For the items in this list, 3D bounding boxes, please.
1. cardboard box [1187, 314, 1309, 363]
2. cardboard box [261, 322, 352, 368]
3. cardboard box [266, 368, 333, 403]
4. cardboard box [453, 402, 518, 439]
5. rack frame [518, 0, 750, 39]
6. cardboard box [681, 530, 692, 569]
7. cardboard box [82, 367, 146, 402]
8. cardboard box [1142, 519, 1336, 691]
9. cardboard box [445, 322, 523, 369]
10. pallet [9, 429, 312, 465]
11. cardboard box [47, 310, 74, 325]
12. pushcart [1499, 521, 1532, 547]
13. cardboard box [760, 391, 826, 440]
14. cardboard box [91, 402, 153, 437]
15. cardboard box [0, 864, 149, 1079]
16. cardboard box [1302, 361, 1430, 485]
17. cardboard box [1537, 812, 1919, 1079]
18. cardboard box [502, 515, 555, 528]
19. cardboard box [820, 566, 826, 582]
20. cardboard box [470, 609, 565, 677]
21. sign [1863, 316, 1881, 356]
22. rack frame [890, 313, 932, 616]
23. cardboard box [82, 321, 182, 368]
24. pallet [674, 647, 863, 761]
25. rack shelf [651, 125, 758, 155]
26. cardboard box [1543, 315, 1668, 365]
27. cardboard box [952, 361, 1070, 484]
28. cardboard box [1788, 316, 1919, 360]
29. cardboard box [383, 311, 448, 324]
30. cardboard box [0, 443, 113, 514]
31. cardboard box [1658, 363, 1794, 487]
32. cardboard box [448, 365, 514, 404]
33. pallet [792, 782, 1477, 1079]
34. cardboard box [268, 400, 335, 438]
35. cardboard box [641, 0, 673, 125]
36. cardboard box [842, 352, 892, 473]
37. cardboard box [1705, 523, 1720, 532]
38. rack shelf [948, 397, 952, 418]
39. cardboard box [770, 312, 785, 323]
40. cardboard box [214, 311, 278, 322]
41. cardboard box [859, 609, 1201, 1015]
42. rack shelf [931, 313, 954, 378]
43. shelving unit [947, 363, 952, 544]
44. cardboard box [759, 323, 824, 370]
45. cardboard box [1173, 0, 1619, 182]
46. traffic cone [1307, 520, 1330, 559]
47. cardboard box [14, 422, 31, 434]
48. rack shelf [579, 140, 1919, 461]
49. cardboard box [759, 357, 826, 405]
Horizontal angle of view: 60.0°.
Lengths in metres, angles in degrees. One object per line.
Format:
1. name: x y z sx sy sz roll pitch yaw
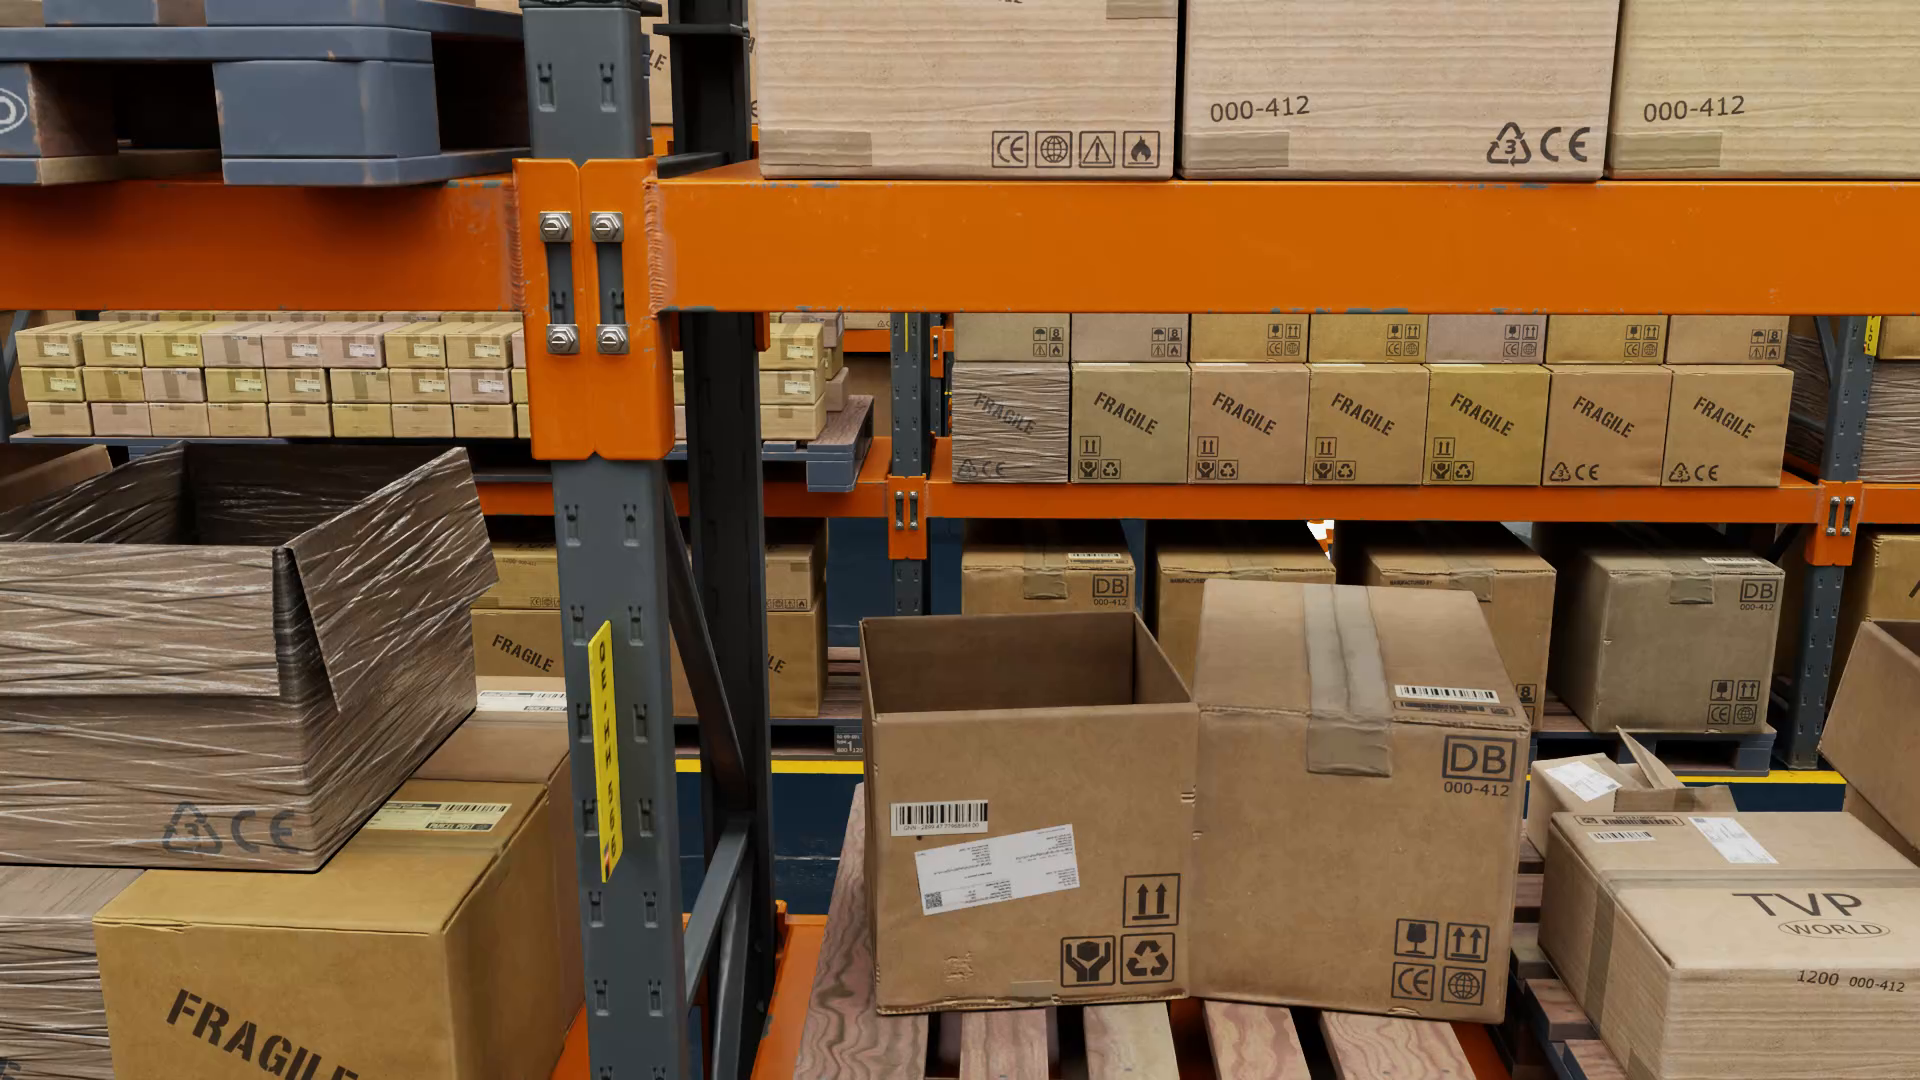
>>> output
1. cardboard box: 1.248 -1.093 7.445 0.500 0.500 0.700 0 15 1
2. cardboard box: -2.795 -0.841 7.151 0.250 0.149 0.380 0 15 1
3. cardboard box: -2.789 -0.698 7.192 0.250 0.149 0.380 1 15 4
4. cardboard box: -2.006 -0.549 7.211 0.250 0.149 0.380 1 15 3
5. rack frame: -0.447 -2.208 2.071 0.127 3.000 1.000 0 15 1
6. cardboard box: -1.415 0.133 7.563 0.500 0.250 0.500 1 15 2
7. cardboard box: -3.577 -0.702 7.208 0.250 0.149 0.380 0 15 0
8. cardboard box: 1.261 0.345 7.741 0.750 0.750 1.050 1 15 2
9. cardboard box: -2.013 -0.836 7.133 0.250 0.149 0.380 1 15 4
10. pallet: -3.457 -0.463 7.592 1.213 0.211 1.003 0 15 1
11. cardboard box: -6.704 -1.855 12.295 0.500 0.500 0.500 0 15 1
12. pushcart: 3.797 0.041 10.446 0.936 0.377 1.648 -5 16 -18
13. cardboard box: -0.724 -0.540 7.174 0.250 0.149 0.380 1 15 2
14. cardboard box: -3.558 -0.559 7.250 0.250 0.149 0.380 1 15 2
15. cardboard box: -1.445 0.699 2.614 0.500 0.500 0.500 0 15 1
16. cardboard box: 1.733 -0.539 7.306 0.500 0.500 0.500 0 15 1
17. cardboard box: 1.223 0.631 2.538 0.500 0.250 0.500 0 15 0
18. cardboard box: -1.904 -0.005 8.086 0.500 0.250 0.500 0 15 2
19. cardboard box: -0.920 0.364 8.157 0.500 0.500 0.500 0 15 -1
20. cardboard box: -1.932 0.492 7.670 0.500 0.500 0.500 0 15 -1
21. sign: 3.776 -0.929 6.867 0.005 0.325 0.100 0 15 1
22. rack frame: -0.219 -0.572 7.628 0.127 3.000 1.000 0 15 1
23. cardboard box: -3.557 -0.847 7.174 0.250 0.149 0.380 1 15 3
24. pallet: -1.000 0.771 8.004 1.213 0.211 1.003 0 15 1
25. rack shelf: -2.218 -1.688 7.386 4.000 0.370 1.077 0 15 1
26. cardboard box: 2.769 -1.082 7.406 0.500 0.500 0.700 0 15 0
27. cardboard box: 0.223 -0.549 7.343 0.500 0.500 0.500 1 15 2
28. cardboard box: 4.148 -1.129 7.330 0.550 0.550 0.875 0 15 1
29. cardboard box: -2.509 -1.006 7.775 0.250 0.149 0.380 0 15 -1
30. cardboard box: -1.829 0.145 2.748 0.637 0.503 0.797 1 15 3
31. cardboard box: 3.251 -0.529 7.271 0.500 0.500 0.500 0 15 1
32. cardboard box: -2.014 -0.692 7.170 0.250 0.149 0.380 1 15 3
33. pallet: 0.268 0.763 2.946 1.003 0.211 1.213 0 15 1
34. cardboard box: -2.803 -0.553 7.226 0.250 0.149 0.380 0 15 -1
35. cardboard box: -1.297 -2.010 7.001 0.500 0.500 0.500 0 15 1
36. cardboard box: -0.882 -1.036 12.730 0.875 0.875 0.875 0 15 1
37. cardboard box: 4.841 -0.247 11.293 0.500 0.500 0.500 13 19 40
38. rack shelf: 0.014 -0.885 11.106 0.180 0.103 0.258 0 15 1
39. cardboard box: -0.945 -0.995 7.733 0.250 0.149 0.380 0 15 0
40. cardboard box: -3.285 -1.011 7.794 0.250 0.149 0.380 0 15 0
41. cardboard box: 0.094 0.434 2.795 0.500 0.500 0.500 -1 15 -5
42. rack shelf: 1.806 -1.474 12.457 4.000 0.370 1.077 0 15 1
43. shelving unit: 0.014 -0.580 11.187 0.189 1.200 0.258 0 15 1
44. cardboard box: -0.721 -0.827 7.099 0.250 0.149 0.380 0 15 -1
45. cardboard box: 0.530 -0.614 2.202 0.500 0.250 0.500 1 15 3
46. traffic cone: 2.214 0.020 10.358 0.334 0.463 0.336 0 15 1
47. cardboard box: -4.493 -0.562 8.082 0.250 0.149 0.380 1 15 3
48. rack shelf: 1.553 -0.397 2.496 4.000 0.370 1.077 0 15 1
49. cardboard box: -0.725 -0.684 7.140 0.250 0.149 0.380 1 15 3
